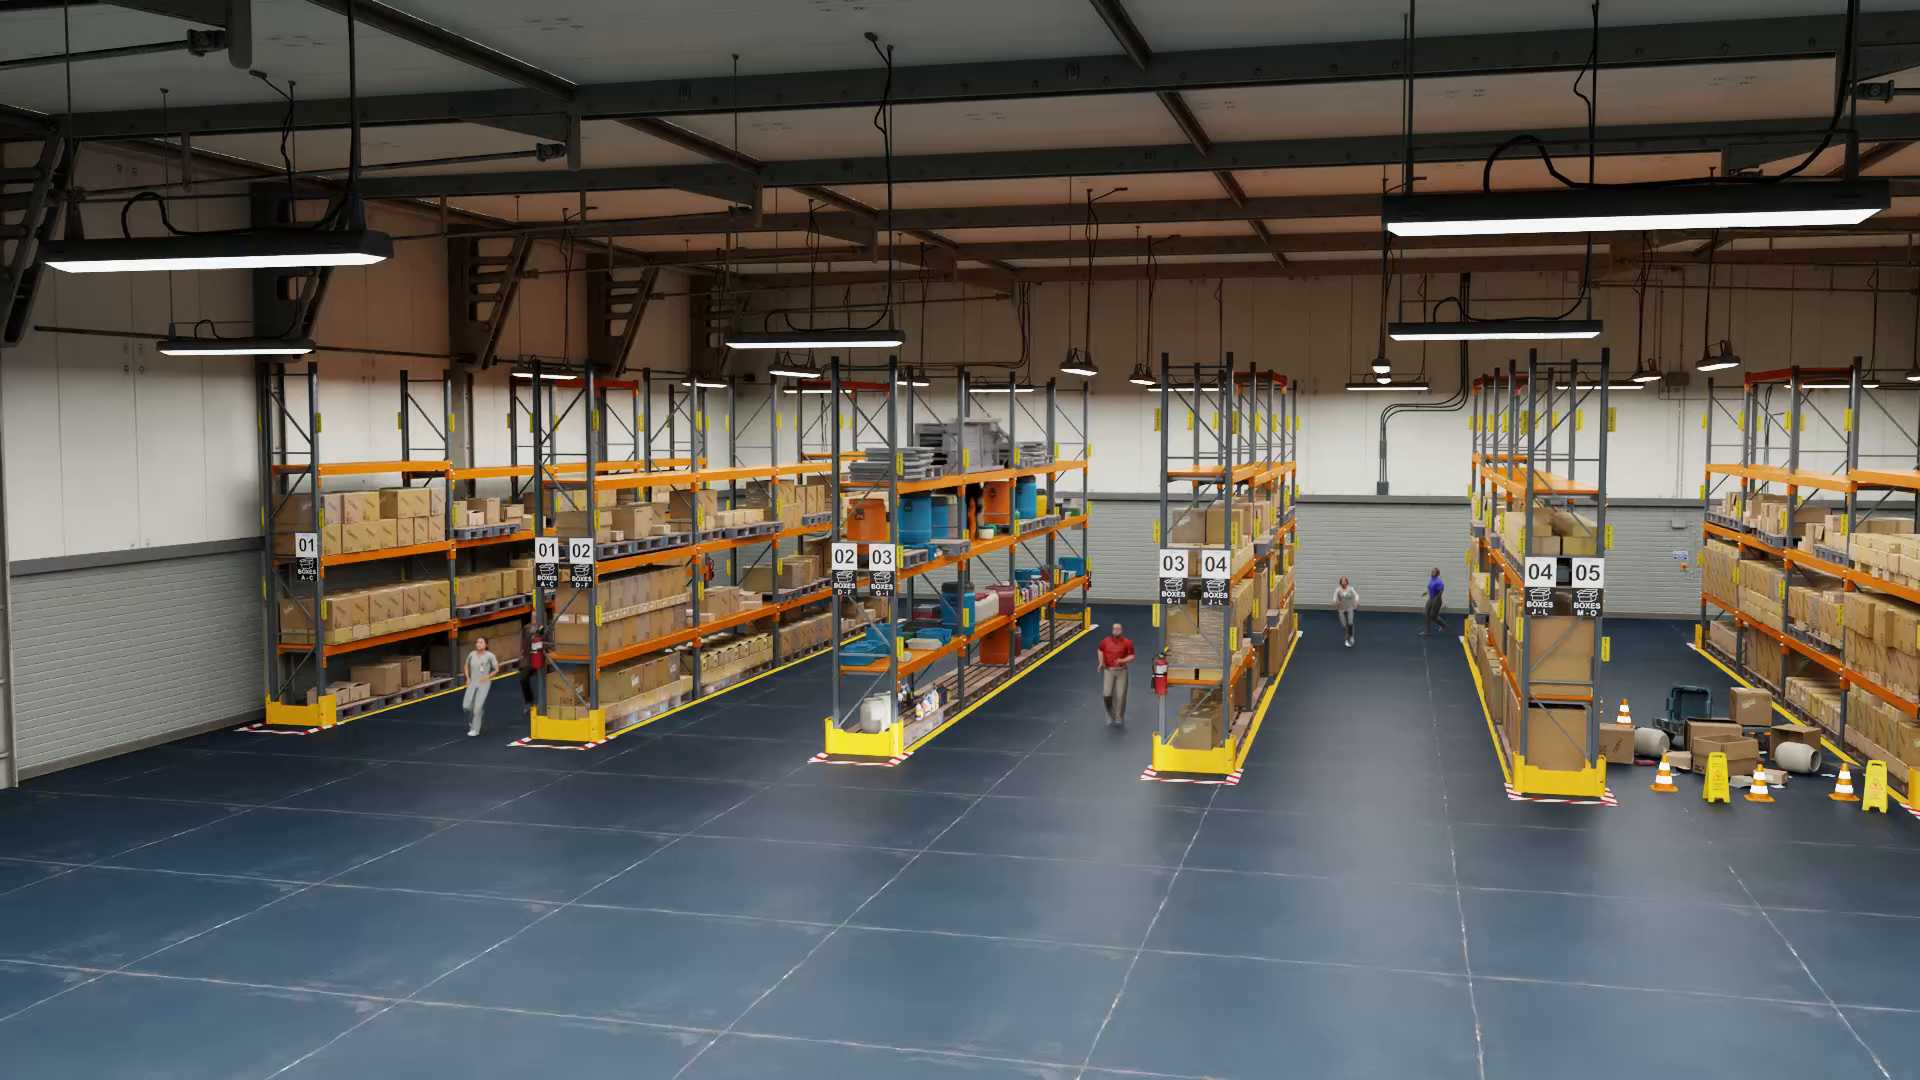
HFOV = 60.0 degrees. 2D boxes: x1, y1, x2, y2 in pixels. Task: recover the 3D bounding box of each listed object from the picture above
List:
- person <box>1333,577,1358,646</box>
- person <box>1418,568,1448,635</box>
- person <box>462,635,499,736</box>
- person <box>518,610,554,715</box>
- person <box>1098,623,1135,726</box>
[{"bbox_3d":[8.608,1.597,37.151,0.564,1.563,0.578,1,4,15],"label":"person"},{"bbox_3d":[11.206,1.457,39.117,0.746,1.624,0.644,-1,4,-17],"label":"person"},{"bbox_3d":[-7.682,2.329,26.652,0.584,1.612,0.527,0,4,2],"label":"person"},{"bbox_3d":[-7.317,2.102,28.676,0.702,1.809,0.867,1,4,8],"label":"person"},{"bbox_3d":[2.558,2.223,27.399,0.640,1.717,0.671,1,4,12],"label":"person"}]
